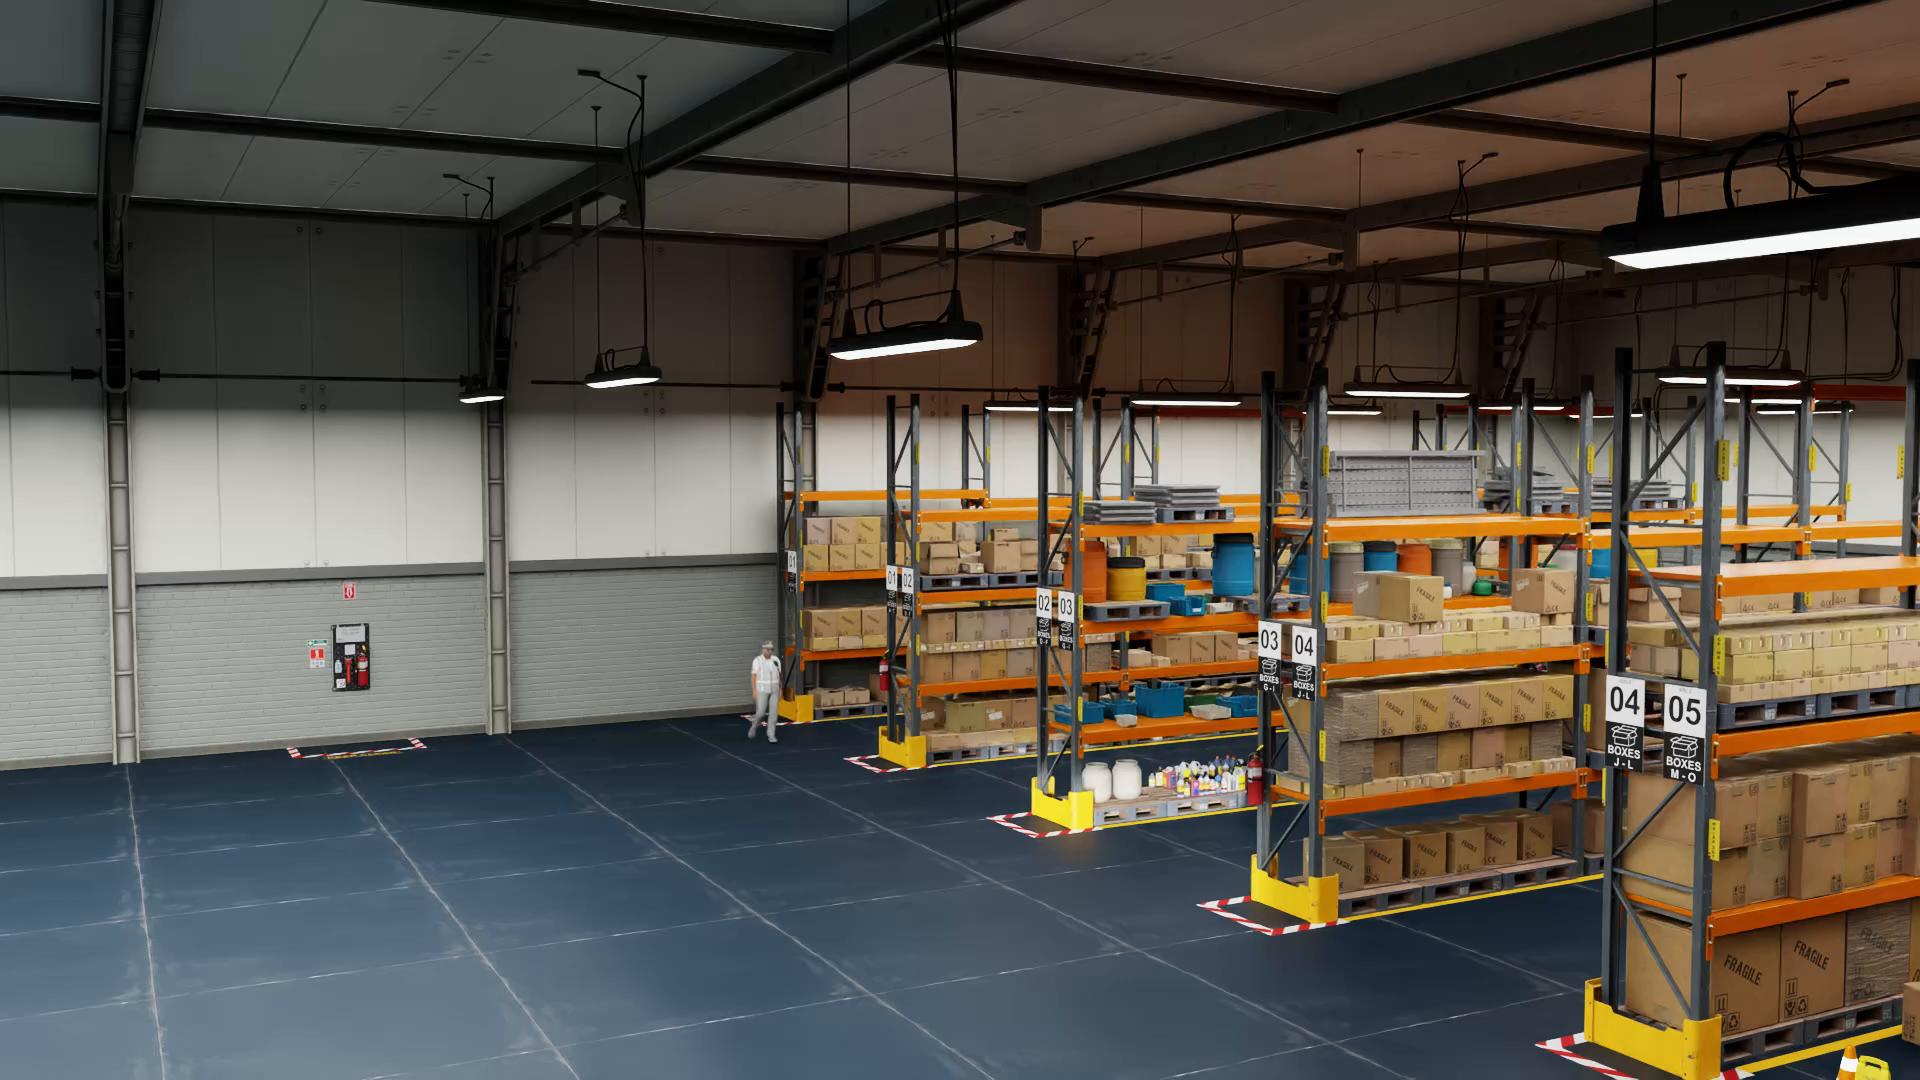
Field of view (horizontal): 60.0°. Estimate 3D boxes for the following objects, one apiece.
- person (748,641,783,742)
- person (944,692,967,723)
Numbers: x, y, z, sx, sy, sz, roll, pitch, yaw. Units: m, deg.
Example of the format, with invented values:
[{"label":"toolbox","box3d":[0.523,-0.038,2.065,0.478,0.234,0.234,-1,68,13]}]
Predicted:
[{"label":"person","box3d":[-3.381,2.625,29.006,0.551,1.757,0.576,-2,4,-31]},{"label":"person","box3d":[-0.057,2.547,30.724,1.012,1.716,0.588,-3,4,-38]}]
